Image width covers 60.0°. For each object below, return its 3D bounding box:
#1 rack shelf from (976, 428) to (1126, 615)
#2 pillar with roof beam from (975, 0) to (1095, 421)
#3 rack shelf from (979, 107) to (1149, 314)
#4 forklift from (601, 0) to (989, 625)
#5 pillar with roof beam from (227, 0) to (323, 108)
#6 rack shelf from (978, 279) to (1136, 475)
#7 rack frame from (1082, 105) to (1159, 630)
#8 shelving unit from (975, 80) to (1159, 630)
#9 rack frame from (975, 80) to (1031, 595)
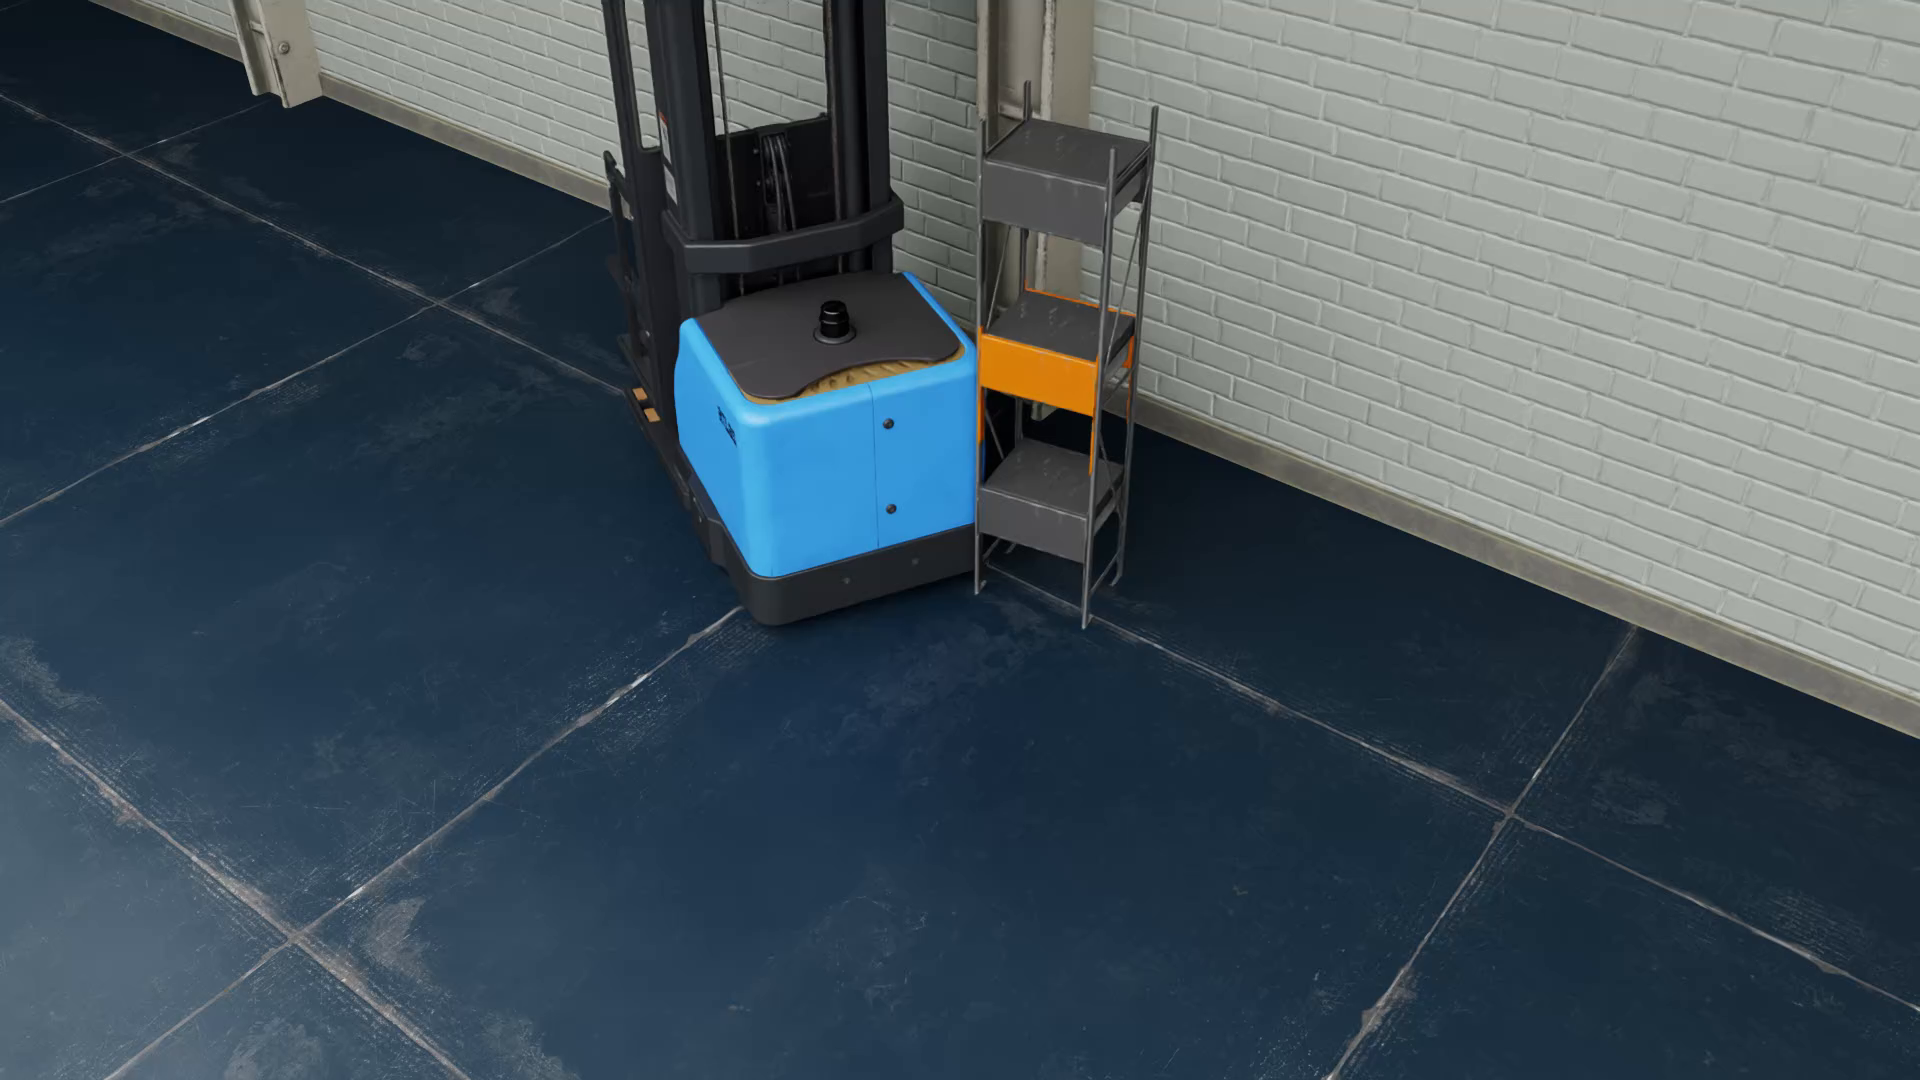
[{"bbox_3d":[0.376,-0.079,6.805,0.480,0.518,0.431,17,41,21],"label":"rack shelf"},{"bbox_3d":[-2.298,-2.152,2.699,0.400,9.000,9.100,25,45,29],"label":"pillar with roof beam"},{"bbox_3d":[0.376,-1.181,5.942,0.480,0.518,0.431,17,41,21],"label":"rack shelf"},{"bbox_3d":[-0.949,-1.715,7.063,1.130,2.935,3.031,-16,41,-19],"label":"forklift"},{"bbox_3d":[-7.063,-4.399,5.569,0.400,9.000,9.100,25,45,29],"label":"pillar with roof beam"},{"bbox_3d":[0.376,-0.630,6.373,0.480,0.518,0.431,17,41,21],"label":"rack shelf"},{"bbox_3d":[0.594,-0.573,6.278,0.015,2.100,0.400,17,41,21],"label":"rack frame"},{"bbox_3d":[0.376,-0.641,6.365,0.503,2.100,0.431,17,41,21],"label":"shelving unit"},{"bbox_3d":[0.158,-0.708,6.452,0.015,2.100,0.400,17,41,21],"label":"rack frame"}]
